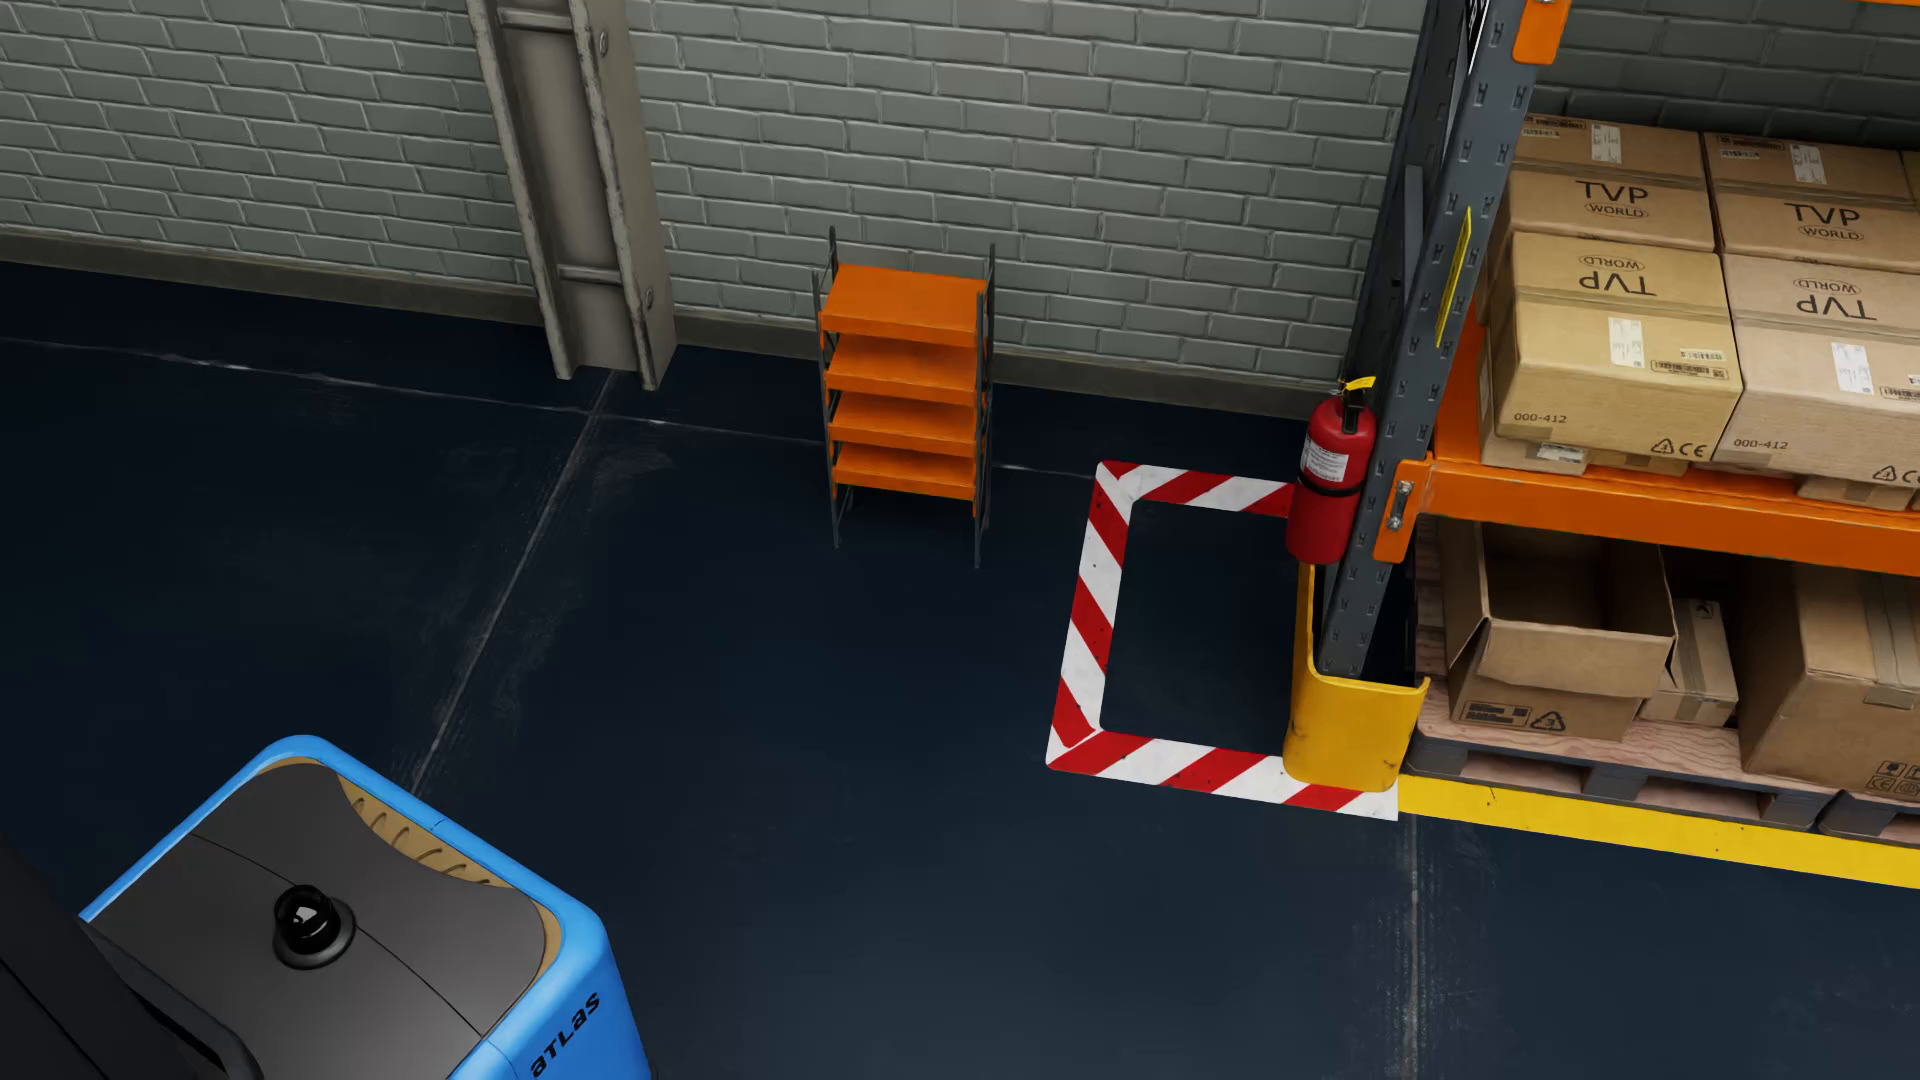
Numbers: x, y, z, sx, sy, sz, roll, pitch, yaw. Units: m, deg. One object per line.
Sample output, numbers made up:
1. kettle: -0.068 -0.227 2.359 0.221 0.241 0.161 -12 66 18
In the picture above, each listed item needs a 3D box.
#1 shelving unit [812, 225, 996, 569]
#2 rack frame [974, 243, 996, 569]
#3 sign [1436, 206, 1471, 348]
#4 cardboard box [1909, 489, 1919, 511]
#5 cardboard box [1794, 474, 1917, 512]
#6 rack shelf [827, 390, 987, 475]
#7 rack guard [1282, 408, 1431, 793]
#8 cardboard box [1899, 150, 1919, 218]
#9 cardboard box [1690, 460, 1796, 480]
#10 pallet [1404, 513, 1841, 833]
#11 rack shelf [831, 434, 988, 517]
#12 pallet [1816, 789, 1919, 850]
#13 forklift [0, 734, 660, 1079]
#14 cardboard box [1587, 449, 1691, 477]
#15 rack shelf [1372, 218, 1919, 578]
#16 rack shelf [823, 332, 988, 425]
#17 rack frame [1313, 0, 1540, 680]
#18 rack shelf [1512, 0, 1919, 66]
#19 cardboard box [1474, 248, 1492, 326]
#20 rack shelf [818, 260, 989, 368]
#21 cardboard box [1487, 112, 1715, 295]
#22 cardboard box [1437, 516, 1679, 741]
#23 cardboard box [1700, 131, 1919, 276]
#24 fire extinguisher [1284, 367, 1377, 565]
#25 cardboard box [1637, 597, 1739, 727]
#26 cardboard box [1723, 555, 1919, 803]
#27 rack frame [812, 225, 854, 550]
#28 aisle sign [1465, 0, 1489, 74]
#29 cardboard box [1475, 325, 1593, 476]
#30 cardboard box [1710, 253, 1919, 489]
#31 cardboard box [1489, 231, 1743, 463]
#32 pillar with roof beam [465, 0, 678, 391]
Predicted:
1. shelving unit: -0.163 -0.423 5.323 0.503 1.200 0.258 8 49 7
2. rack frame: 0.077 -0.391 5.294 0.015 1.200 0.240 8 49 7
3. sign: 1.087 -0.578 3.671 0.005 0.325 0.100 8 49 7
4. cardboard box: 2.482 -0.239 4.117 0.250 0.149 0.380 8 49 7
5. cardboard box: 2.220 -0.270 4.145 0.250 0.149 0.380 9 49 8
6. rack shelf: -0.163 -0.378 5.373 0.480 0.148 0.258 8 49 7
7. rack guard: 1.259 0.159 5.271 0.348 0.500 1.175 8 49 7
8. cardboard box: 2.677 -0.731 4.291 0.500 0.250 0.500 9 49 8
9. cardboard box: 1.982 -0.349 4.216 0.250 0.149 0.380 7 48 6
10. pallet: 2.043 0.361 5.284 1.213 0.211 1.003 8 49 7
11. rack shelf: -0.163 -0.245 5.521 0.480 0.148 0.258 8 49 7
12. pallet: 3.240 0.524 5.138 1.213 0.211 1.003 8 49 7
13. forklift: -1.970 1.289 2.622 1.130 2.935 3.031 26 53 21
14. cardboard box: 1.717 -0.358 4.224 0.250 0.149 0.380 9 49 8
15. rack shelf: 3.152 -0.181 4.380 4.000 0.370 1.077 8 49 7
16. rack shelf: -0.163 -0.527 5.207 0.480 0.148 0.258 8 49 7
17. rack frame: 1.184 -0.686 4.350 0.127 3.000 1.000 8 49 7
18. rack shelf: 3.152 -1.184 3.264 4.000 0.370 1.077 8 49 7
19. cardboard box: 1.558 -0.755 4.581 0.250 0.149 0.380 7 48 6
20. rack shelf: -0.163 -0.686 5.031 0.480 0.148 0.258 8 49 7
21. cardboard box: 1.684 -0.869 4.415 0.500 0.250 0.500 9 49 8
22. cardboard box: 1.769 0.158 4.987 0.637 0.503 0.797 6 48 5
23. cardboard box: 2.191 -0.800 4.353 0.500 0.250 0.500 8 49 7
24. fire extinguisher: 0.957 -0.217 4.231 0.183 0.674 0.296 8 49 7
25. cardboard box: 2.180 0.361 5.043 0.250 0.149 0.380 6 48 5
26. cardboard box: 2.603 0.301 4.861 0.500 0.500 0.700 9 49 8
27. rack frame: -0.403 -0.455 5.352 0.015 1.200 0.240 8 49 7
28. aisle sign: 1.064 -1.349 3.198 0.004 0.787 0.394 8 49 7
29. cardboard box: 1.459 -0.358 4.224 0.250 0.149 0.380 7 48 7
30. cardboard box: 2.079 -0.412 4.004 0.500 0.250 0.500 8 49 7
31. cardboard box: 1.582 -0.478 4.064 0.500 0.250 0.500 8 49 7
32. pillar with roof beam: -2.075 -0.557 0.200 0.400 9.000 9.100 8 49 7
